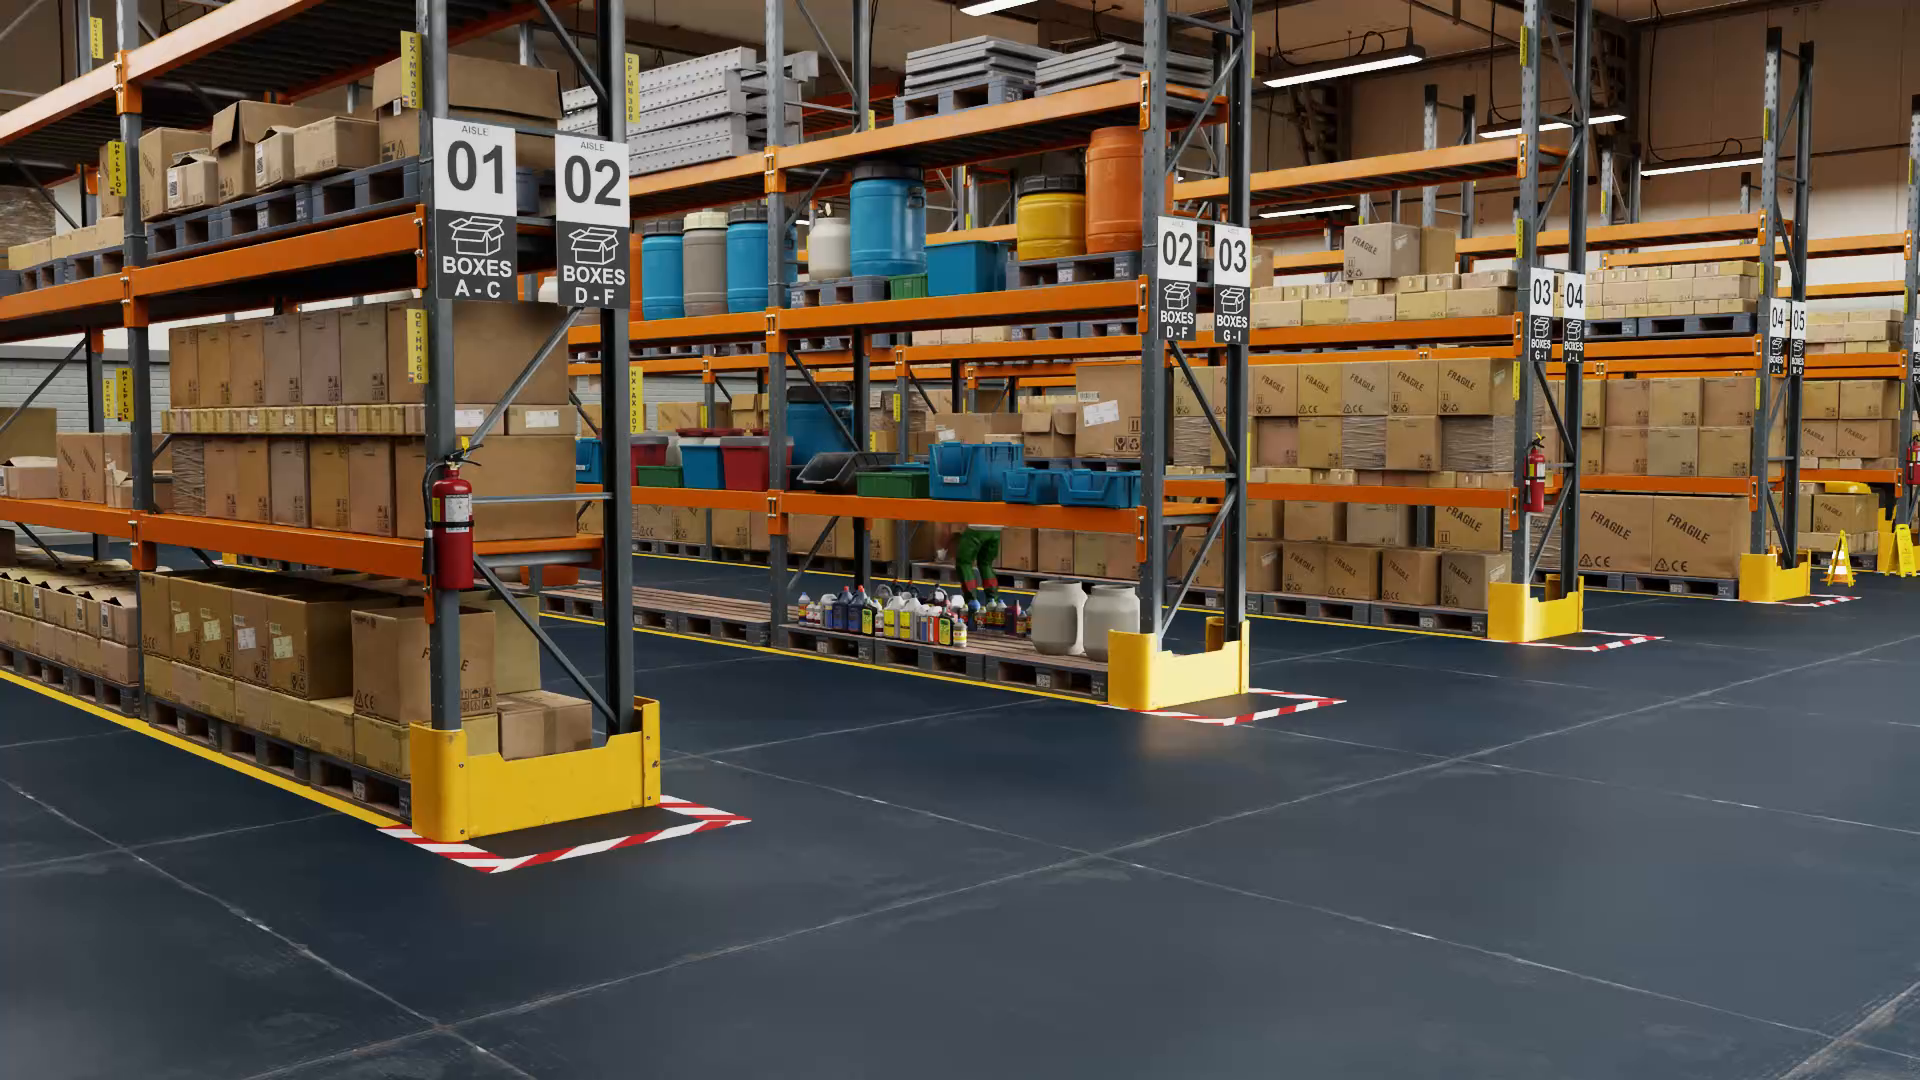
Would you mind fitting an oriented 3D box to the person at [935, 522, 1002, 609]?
[{"bbox_3d":[0.048,0.020,16.353,0.872,1.434,0.493,4,5,44],"label":"person"}]
